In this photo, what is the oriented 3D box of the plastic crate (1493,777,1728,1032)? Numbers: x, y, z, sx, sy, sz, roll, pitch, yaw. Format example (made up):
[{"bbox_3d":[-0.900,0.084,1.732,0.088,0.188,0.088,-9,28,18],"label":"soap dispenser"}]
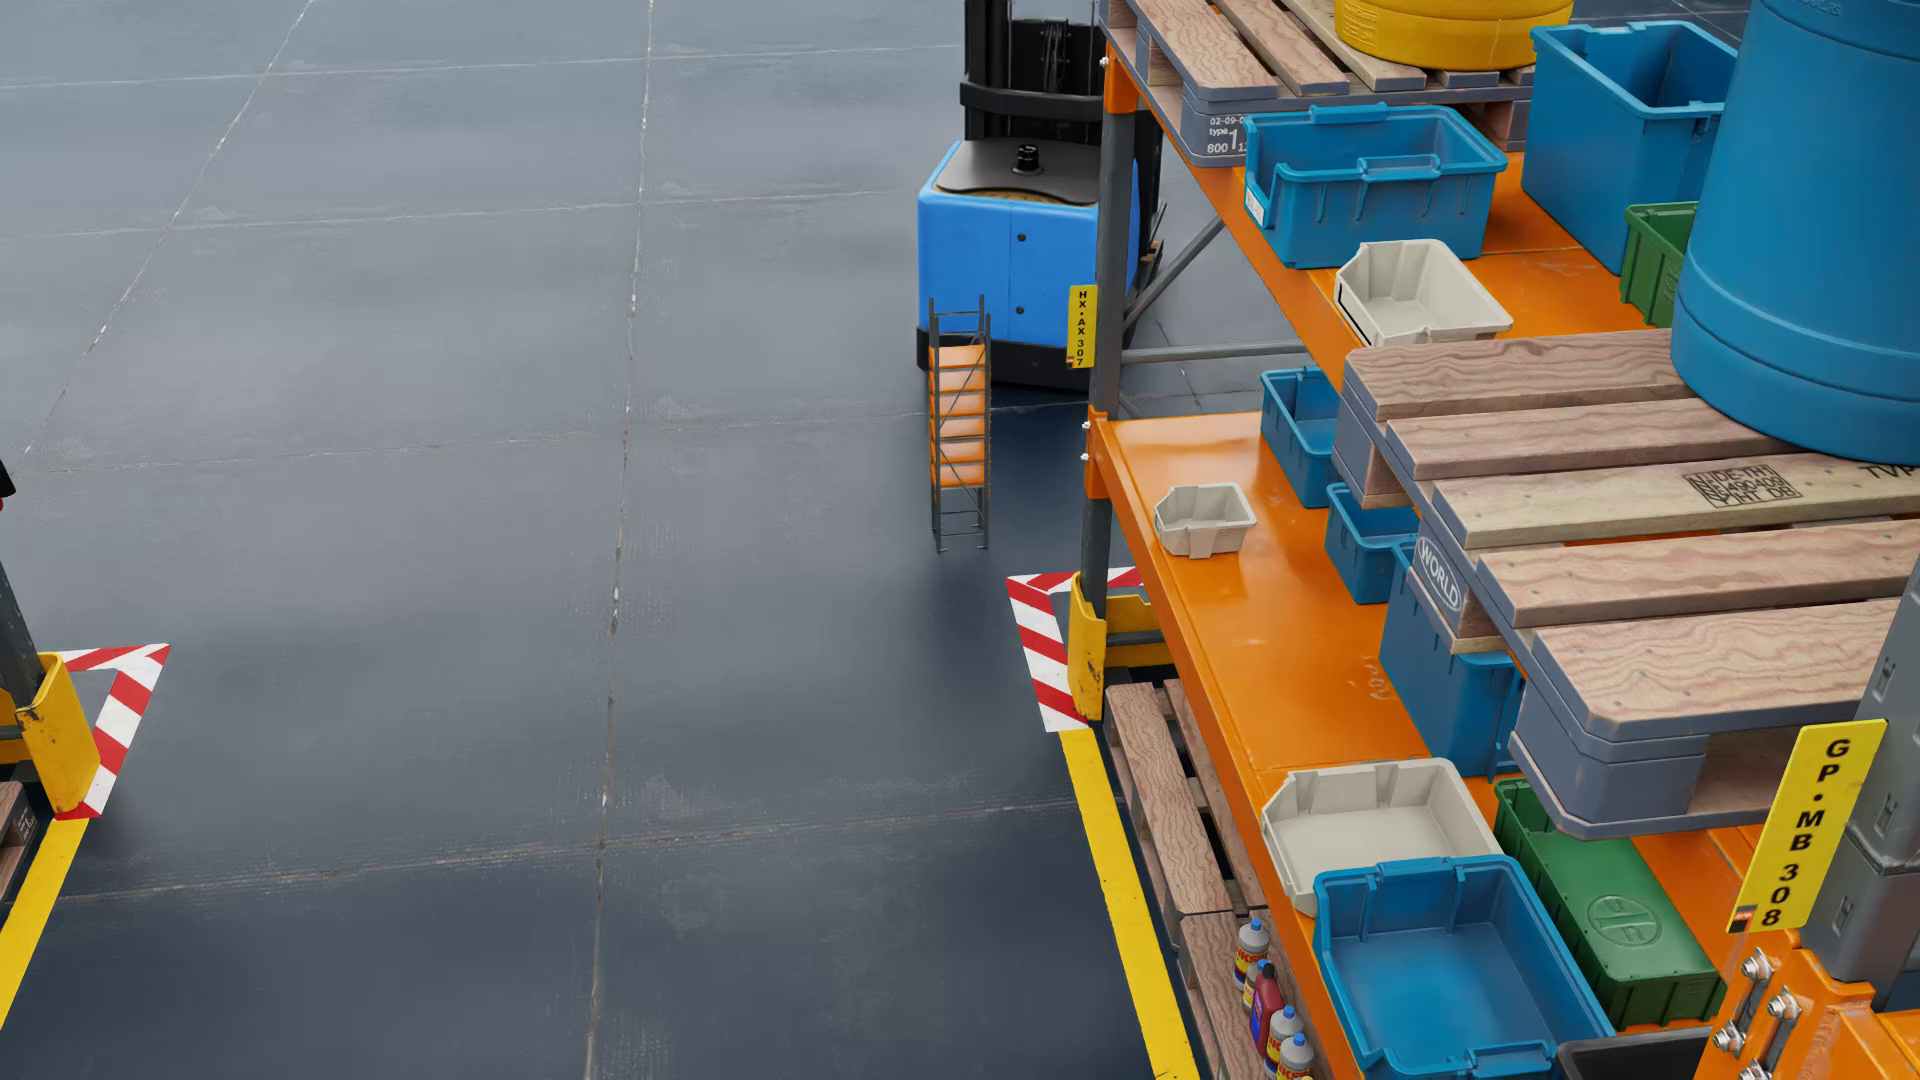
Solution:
[{"bbox_3d":[1.618,0.853,4.023,0.450,0.188,0.662,-4,35,-6],"label":"plastic crate"}]

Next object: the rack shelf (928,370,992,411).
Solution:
[{"bbox_3d":[-0.002,-0.665,7.314,0.258,0.103,0.180,-4,35,-6],"label":"rack shelf"}]

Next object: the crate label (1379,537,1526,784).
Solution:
[{"bbox_3d":[1.498,0.304,4.608,0.502,0.435,0.616,-4,35,-6],"label":"crate label"}]

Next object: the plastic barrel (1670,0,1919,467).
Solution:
[{"bbox_3d":[1.493,-0.639,2.543,0.600,0.901,0.708,-4,35,-6],"label":"plastic barrel"}]

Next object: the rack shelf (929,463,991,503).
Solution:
[{"bbox_3d":[-0.002,-0.269,7.584,0.258,0.103,0.180,-4,35,-6],"label":"rack shelf"}]

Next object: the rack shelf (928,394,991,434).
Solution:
[{"bbox_3d":[-0.002,-0.566,7.381,0.258,0.103,0.180,-4,35,-6],"label":"rack shelf"}]

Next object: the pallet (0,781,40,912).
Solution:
[{"bbox_3d":[-3.841,1.338,5.599,1.003,0.211,1.213,-4,35,-6],"label":"pallet"}]

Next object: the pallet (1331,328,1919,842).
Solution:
[{"bbox_3d":[1.327,-0.012,2.609,1.213,0.211,1.003,-4,35,-6],"label":"pallet"}]

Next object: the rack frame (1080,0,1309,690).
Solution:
[{"bbox_3d":[0.983,-0.688,6.096,1.000,3.000,0.127,-4,35,-6],"label":"rack frame"}]

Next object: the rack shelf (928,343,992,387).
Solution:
[{"bbox_3d":[-0.002,-0.765,7.246,0.258,0.103,0.180,-4,35,-6],"label":"rack shelf"}]

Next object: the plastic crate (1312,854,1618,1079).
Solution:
[{"bbox_3d":[1.103,1.009,3.738,0.499,0.251,0.616,-4,35,-6],"label":"plastic crate"}]

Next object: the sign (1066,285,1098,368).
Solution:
[{"bbox_3d":[0.437,-0.763,5.960,0.100,0.325,0.005,-4,35,-6],"label":"sign"}]

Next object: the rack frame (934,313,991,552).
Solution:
[{"bbox_3d":[0.010,-0.453,7.349,0.240,1.200,0.006,-4,35,-6],"label":"rack frame"}]

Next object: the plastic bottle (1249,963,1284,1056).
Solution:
[{"bbox_3d":[0.930,1.416,5.030,0.061,0.283,0.133,-4,34,-6],"label":"plastic bottle"}]

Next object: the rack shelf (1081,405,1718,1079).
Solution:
[{"bbox_3d":[1.252,0.726,4.660,1.077,0.370,4.000,-4,35,-6],"label":"rack shelf"}]

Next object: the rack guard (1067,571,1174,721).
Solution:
[{"bbox_3d":[1.039,0.384,6.742,1.175,0.500,0.348,-4,35,-6],"label":"rack guard"}]

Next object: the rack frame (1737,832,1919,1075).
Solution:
[{"bbox_3d":[1.521,1.544,2.820,1.000,3.000,0.127,-4,35,-6],"label":"rack frame"}]

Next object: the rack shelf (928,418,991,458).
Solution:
[{"bbox_3d":[-0.002,-0.467,7.449,0.258,0.103,0.180,-4,35,-6],"label":"rack shelf"}]

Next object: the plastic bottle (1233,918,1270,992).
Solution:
[{"bbox_3d":[0.918,1.293,5.221,0.097,0.271,0.097,0,34,0],"label":"plastic bottle"}]

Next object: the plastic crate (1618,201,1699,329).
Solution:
[{"bbox_3d":[1.578,-0.509,3.357,0.336,0.188,0.450,-4,35,-6],"label":"plastic crate"}]

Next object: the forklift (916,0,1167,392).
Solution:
[{"bbox_3d":[0.625,-2.819,9.283,1.130,2.935,3.031,8,35,12],"label":"forklift"}]

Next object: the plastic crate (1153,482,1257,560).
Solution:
[{"bbox_3d":[0.784,-0.055,5.401,0.298,0.136,0.250,-4,35,-6],"label":"plastic crate"}]

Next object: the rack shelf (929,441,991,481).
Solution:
[{"bbox_3d":[-0.002,-0.368,7.517,0.258,0.103,0.180,-4,35,-6],"label":"rack shelf"}]

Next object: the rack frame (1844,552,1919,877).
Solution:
[{"bbox_3d":[1.521,-0.935,1.131,1.000,3.000,0.127,-4,35,-6],"label":"rack frame"}]

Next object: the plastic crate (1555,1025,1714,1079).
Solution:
[{"bbox_3d":[1.576,1.268,3.280,0.767,0.338,0.504,-4,35,-6],"label":"plastic crate"}]

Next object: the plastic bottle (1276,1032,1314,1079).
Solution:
[{"bbox_3d":[0.977,1.540,4.858,0.097,0.271,0.097,0,34,0],"label":"plastic bottle"}]

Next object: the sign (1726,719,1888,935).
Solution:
[{"bbox_3d":[0.974,0.337,1.921,0.100,0.325,0.005,-4,35,-6],"label":"sign"}]

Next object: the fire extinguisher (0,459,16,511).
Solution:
[{"bbox_3d":[-3.484,-0.379,5.712,0.296,0.674,0.183,-4,35,-6],"label":"fire extinguisher"}]

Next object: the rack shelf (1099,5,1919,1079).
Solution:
[{"bbox_3d":[1.252,-0.514,3.816,1.077,0.370,4.000,-4,35,-6],"label":"rack shelf"}]

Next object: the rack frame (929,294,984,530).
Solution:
[{"bbox_3d":[-0.014,-0.555,7.499,0.240,1.200,0.006,-4,35,-6],"label":"rack frame"}]

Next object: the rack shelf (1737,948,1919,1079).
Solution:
[{"bbox_3d":[1.790,1.718,0.540,1.077,0.370,4.000,-4,35,-6],"label":"rack shelf"}]

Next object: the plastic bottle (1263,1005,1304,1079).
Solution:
[{"bbox_3d":[0.964,1.485,4.940,0.097,0.271,0.097,0,34,0],"label":"plastic bottle"}]

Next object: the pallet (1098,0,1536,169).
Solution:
[{"bbox_3d":[0.997,-1.380,4.616,1.003,0.211,1.213,-4,35,-6],"label":"pallet"}]

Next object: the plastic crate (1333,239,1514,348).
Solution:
[{"bbox_3d":[0.904,-0.451,3.319,0.243,0.136,0.396,-4,35,-6],"label":"plastic crate"}]

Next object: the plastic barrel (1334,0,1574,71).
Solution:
[{"bbox_3d":[1.262,-1.552,4.160,0.600,0.588,0.600,0,34,0],"label":"plastic barrel"}]

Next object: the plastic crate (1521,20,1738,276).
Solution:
[{"bbox_3d":[1.537,-0.879,3.727,0.392,0.384,0.575,-4,35,-6],"label":"plastic crate"}]

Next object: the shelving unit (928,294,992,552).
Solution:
[{"bbox_3d":[-0.002,-0.504,7.424,0.258,1.200,0.189,-4,35,-6],"label":"shelving unit"}]

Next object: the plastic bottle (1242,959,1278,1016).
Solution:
[{"bbox_3d":[0.932,1.380,5.156,0.097,0.201,0.097,0,34,0],"label":"plastic bottle"}]

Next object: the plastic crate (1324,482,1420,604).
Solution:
[{"bbox_3d":[1.428,-0.007,5.228,0.499,0.251,0.408,-4,35,-6],"label":"plastic crate"}]

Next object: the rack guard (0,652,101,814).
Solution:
[{"bbox_3d":[-3.915,0.763,6.187,1.175,0.500,0.348,-4,35,-6],"label":"rack guard"}]

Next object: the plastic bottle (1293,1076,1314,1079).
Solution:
[{"bbox_3d":[0.991,1.625,4.797,0.097,0.201,0.097,0,34,0],"label":"plastic bottle"}]

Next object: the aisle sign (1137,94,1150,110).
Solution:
[{"bbox_3d":[0.683,-1.780,5.390,0.394,0.787,0.004,-4,35,-6],"label":"aisle sign"}]

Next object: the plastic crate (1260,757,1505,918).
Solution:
[{"bbox_3d":[1.051,0.766,4.196,0.530,0.136,0.437,-4,35,-6],"label":"plastic crate"}]

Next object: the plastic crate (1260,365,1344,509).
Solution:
[{"bbox_3d":[1.346,-0.370,5.761,0.499,0.251,0.616,-4,35,-6],"label":"plastic crate"}]

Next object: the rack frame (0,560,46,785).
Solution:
[{"bbox_3d":[-3.925,-0.313,5.545,1.000,3.000,0.127,-4,35,-6],"label":"rack frame"}]

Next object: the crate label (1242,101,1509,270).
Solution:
[{"bbox_3d":[0.907,-0.796,3.723,0.502,0.251,0.408,-4,35,-6],"label":"crate label"}]

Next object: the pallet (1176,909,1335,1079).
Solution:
[{"bbox_3d":[1.304,1.637,5.161,1.003,0.211,1.213,-4,35,-6],"label":"pallet"}]

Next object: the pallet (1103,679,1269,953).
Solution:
[{"bbox_3d":[1.143,0.957,6.158,1.003,0.211,1.213,-4,35,-6],"label":"pallet"}]
